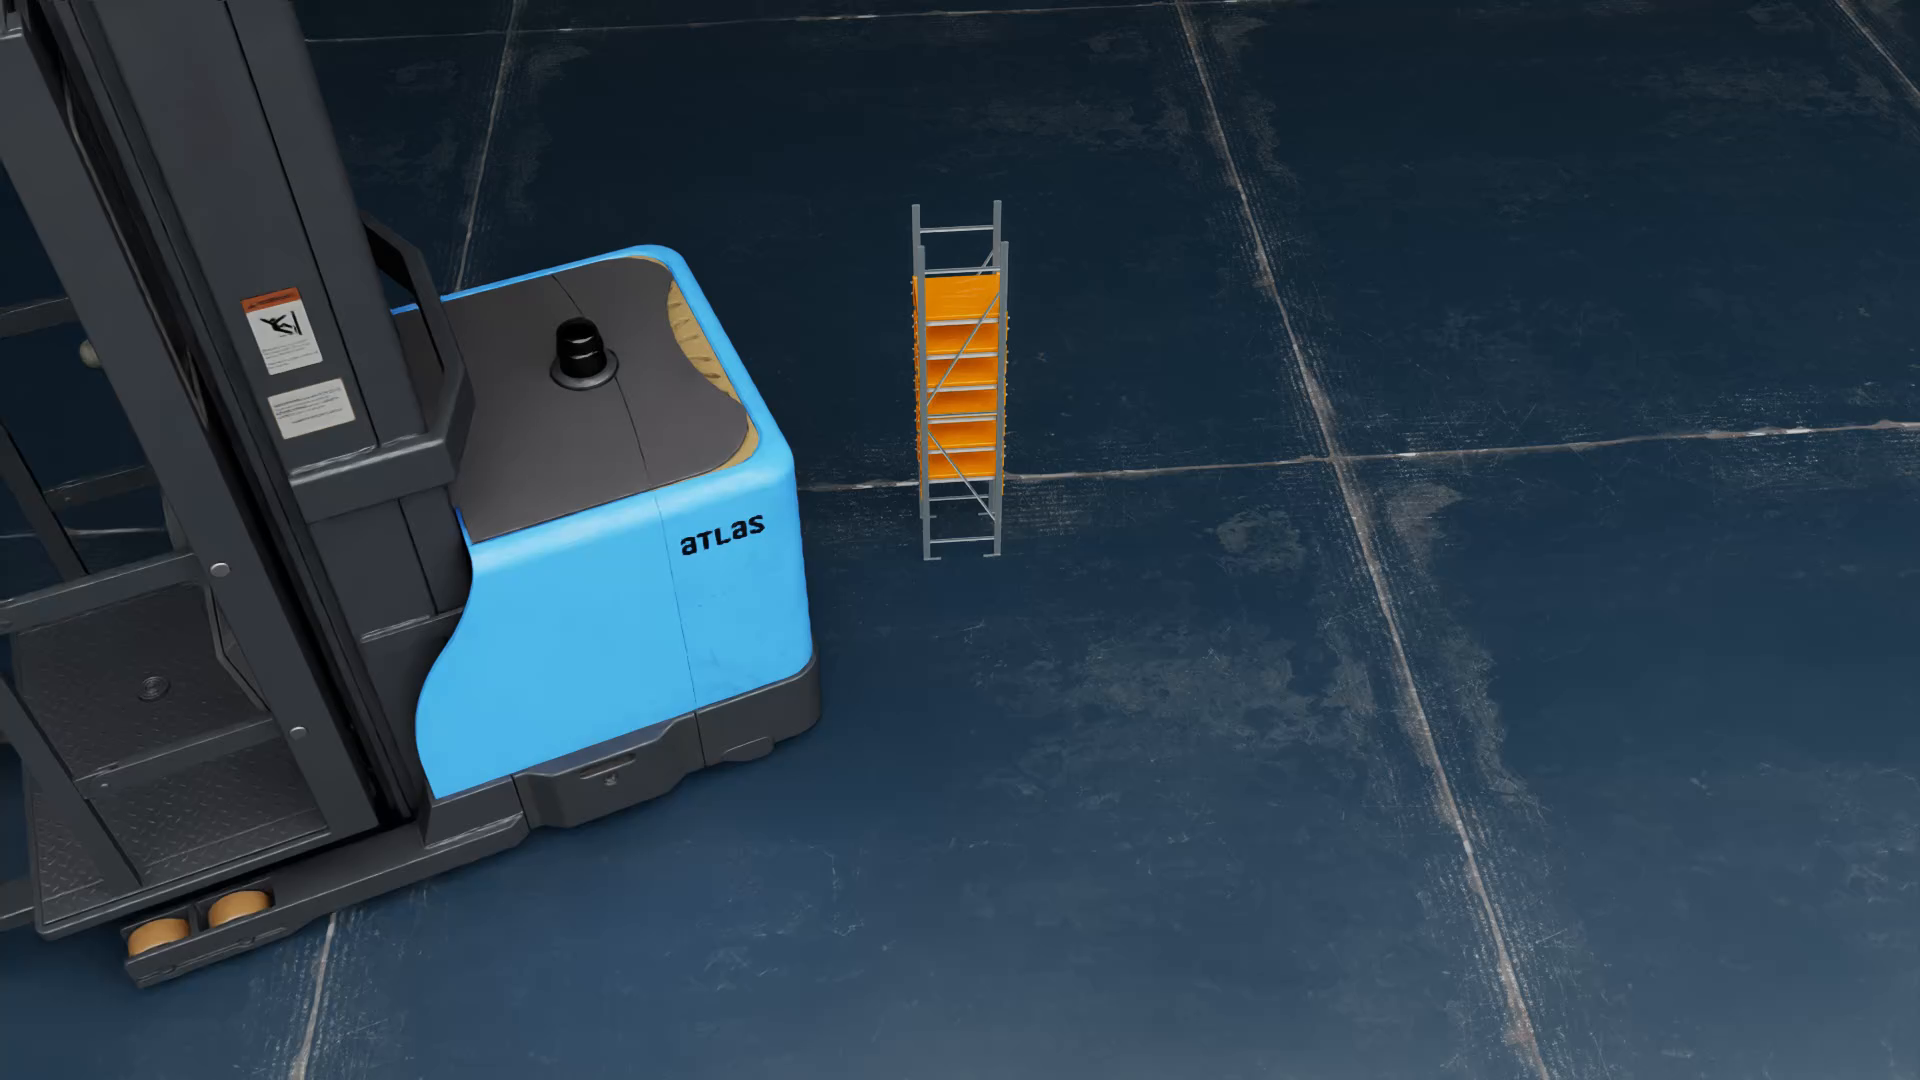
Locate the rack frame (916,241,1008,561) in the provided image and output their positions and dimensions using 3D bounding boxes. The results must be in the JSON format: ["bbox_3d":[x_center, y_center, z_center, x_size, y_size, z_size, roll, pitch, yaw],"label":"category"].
[{"bbox_3d":[0.006,-0.357,4.762,0.240,1.200,0.006,-3,47,-3],"label":"rack frame"}]

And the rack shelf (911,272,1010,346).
[{"bbox_3d":[-0.001,-0.640,4.595,0.258,0.103,0.180,-3,47,-3],"label":"rack shelf"}]

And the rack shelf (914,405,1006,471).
[{"bbox_3d":[-0.001,-0.310,4.944,0.258,0.103,0.180,-3,47,-3],"label":"rack shelf"}]

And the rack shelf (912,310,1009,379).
[{"bbox_3d":[-0.001,-0.558,4.682,0.258,0.103,0.180,-3,47,-3],"label":"rack shelf"}]

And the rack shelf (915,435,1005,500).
[{"bbox_3d":[-0.001,-0.227,5.031,0.258,0.103,0.180,-3,47,-3],"label":"rack shelf"}]

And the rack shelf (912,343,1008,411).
[{"bbox_3d":[-0.001,-0.475,4.769,0.258,0.103,0.180,-3,47,-3],"label":"rack shelf"}]

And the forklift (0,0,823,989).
[{"bbox_3d":[-1.949,-0.339,3.552,3.031,2.935,1.130,-18,49,-17],"label":"forklift"}]

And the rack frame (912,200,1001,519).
[{"bbox_3d":[-0.009,-0.489,4.887,0.240,1.200,0.006,-3,47,-3],"label":"rack frame"}]

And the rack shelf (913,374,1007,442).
[{"bbox_3d":[-0.001,-0.392,4.857,0.258,0.103,0.180,-3,47,-3],"label":"rack shelf"}]

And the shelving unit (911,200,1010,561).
[{"bbox_3d":[-0.001,-0.423,4.824,0.258,1.200,0.189,-3,47,-3],"label":"shelving unit"}]
